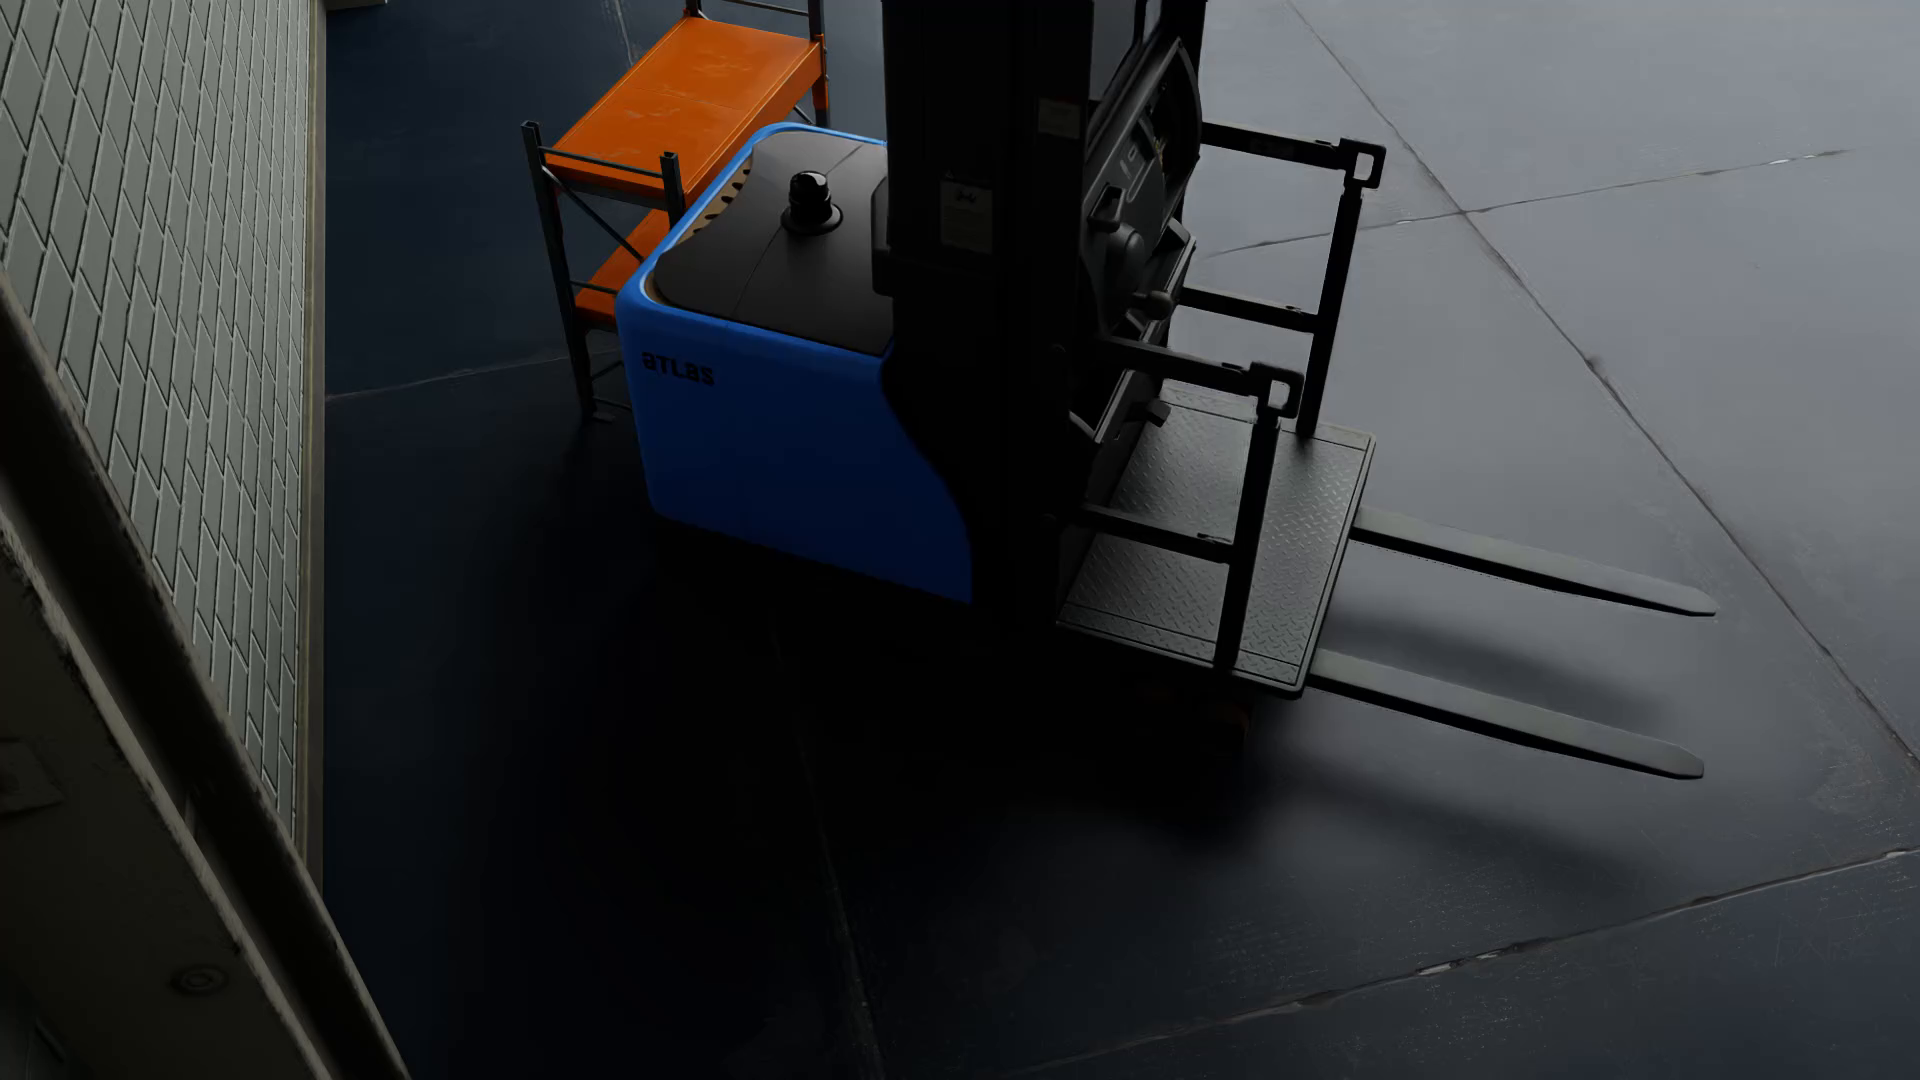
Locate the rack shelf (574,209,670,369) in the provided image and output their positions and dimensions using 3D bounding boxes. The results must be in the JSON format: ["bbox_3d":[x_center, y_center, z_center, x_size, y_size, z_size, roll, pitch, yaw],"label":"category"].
[{"bbox_3d":[-0.867,-0.934,5.720,0.538,0.278,1.000,15,47,14],"label":"rack shelf"}]

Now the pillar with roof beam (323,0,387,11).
[{"bbox_3d":[1.314,-6.524,5.343,9.100,9.000,0.400,-11,47,-10],"label":"pillar with roof beam"}]

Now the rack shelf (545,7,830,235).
[{"bbox_3d":[-0.867,-1.310,5.337,0.538,0.278,1.000,15,47,14],"label":"rack shelf"}]

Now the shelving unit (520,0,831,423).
[{"bbox_3d":[-0.867,-1.105,5.546,0.538,1.125,1.048,15,47,14],"label":"shelving unit"}]

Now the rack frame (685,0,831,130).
[{"bbox_3d":[-0.687,-1.445,5.878,0.500,1.125,0.032,15,47,14],"label":"rack frame"}]

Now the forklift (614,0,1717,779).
[{"bbox_3d":[0.636,-0.855,4.036,3.031,2.935,1.130,15,47,14],"label":"forklift"}]

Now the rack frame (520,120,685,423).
[{"bbox_3d":[-1.047,-0.766,5.213,0.500,1.125,0.032,15,47,14],"label":"rack frame"}]
